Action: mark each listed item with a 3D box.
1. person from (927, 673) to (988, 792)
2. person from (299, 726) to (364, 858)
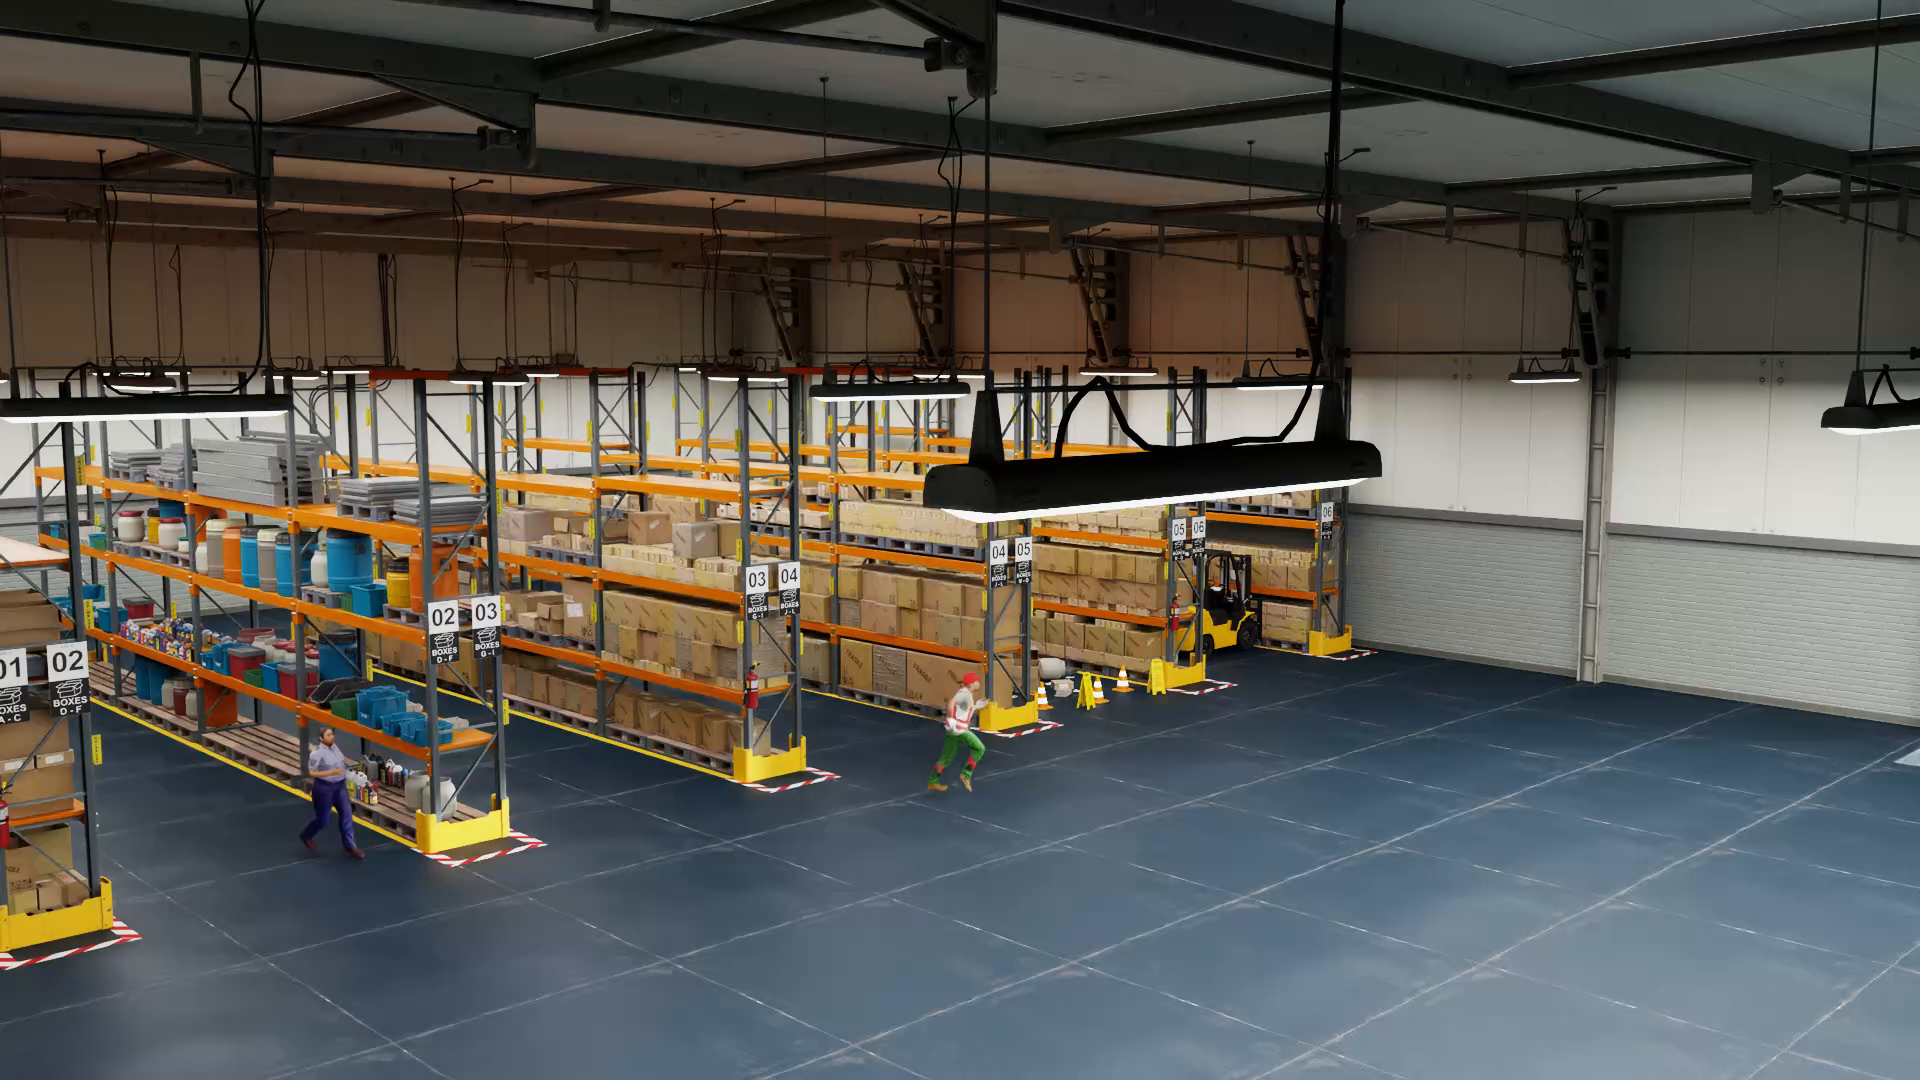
[{"bbox_3d":[-0.023,2.765,23.884,0.928,1.731,0.644,-2,7,-15],"label":"person"},{"bbox_3d":[-7.896,3.143,20.836,0.908,1.639,0.609,3,7,25],"label":"person"}]
